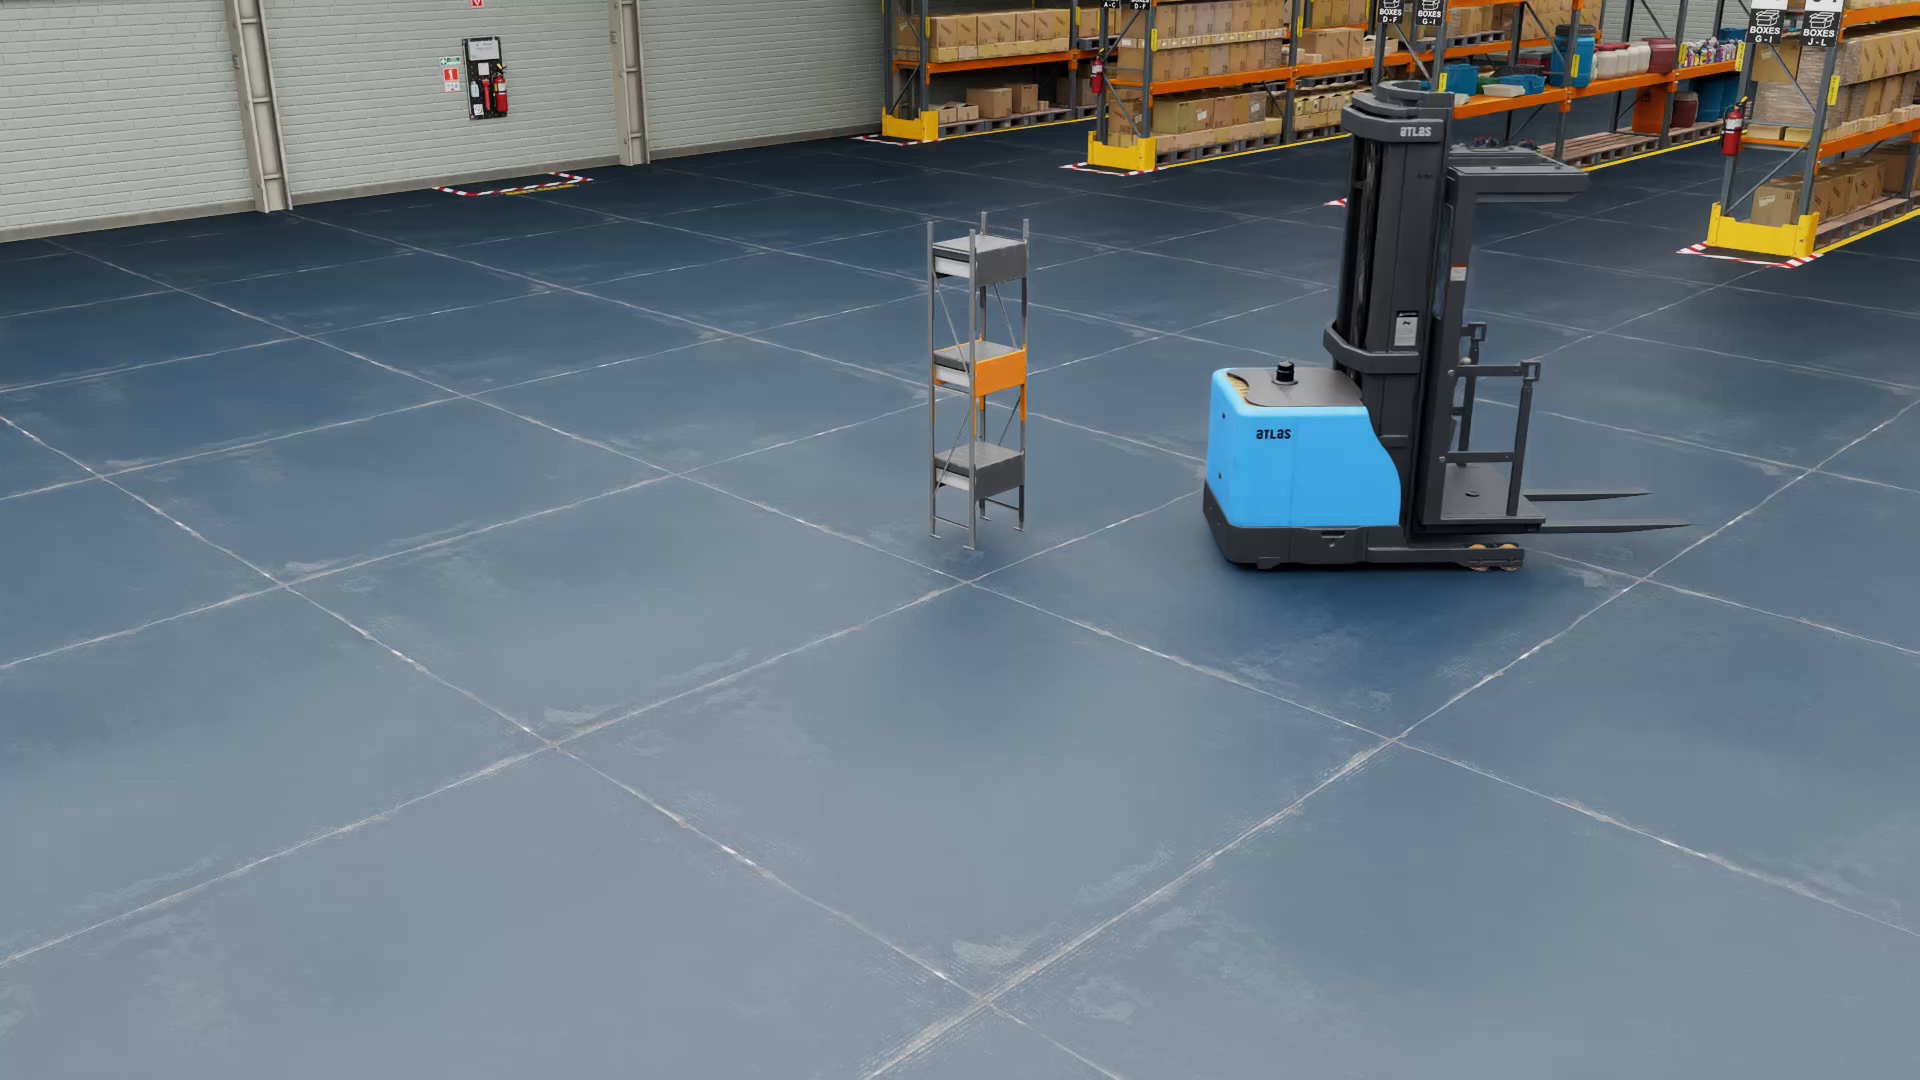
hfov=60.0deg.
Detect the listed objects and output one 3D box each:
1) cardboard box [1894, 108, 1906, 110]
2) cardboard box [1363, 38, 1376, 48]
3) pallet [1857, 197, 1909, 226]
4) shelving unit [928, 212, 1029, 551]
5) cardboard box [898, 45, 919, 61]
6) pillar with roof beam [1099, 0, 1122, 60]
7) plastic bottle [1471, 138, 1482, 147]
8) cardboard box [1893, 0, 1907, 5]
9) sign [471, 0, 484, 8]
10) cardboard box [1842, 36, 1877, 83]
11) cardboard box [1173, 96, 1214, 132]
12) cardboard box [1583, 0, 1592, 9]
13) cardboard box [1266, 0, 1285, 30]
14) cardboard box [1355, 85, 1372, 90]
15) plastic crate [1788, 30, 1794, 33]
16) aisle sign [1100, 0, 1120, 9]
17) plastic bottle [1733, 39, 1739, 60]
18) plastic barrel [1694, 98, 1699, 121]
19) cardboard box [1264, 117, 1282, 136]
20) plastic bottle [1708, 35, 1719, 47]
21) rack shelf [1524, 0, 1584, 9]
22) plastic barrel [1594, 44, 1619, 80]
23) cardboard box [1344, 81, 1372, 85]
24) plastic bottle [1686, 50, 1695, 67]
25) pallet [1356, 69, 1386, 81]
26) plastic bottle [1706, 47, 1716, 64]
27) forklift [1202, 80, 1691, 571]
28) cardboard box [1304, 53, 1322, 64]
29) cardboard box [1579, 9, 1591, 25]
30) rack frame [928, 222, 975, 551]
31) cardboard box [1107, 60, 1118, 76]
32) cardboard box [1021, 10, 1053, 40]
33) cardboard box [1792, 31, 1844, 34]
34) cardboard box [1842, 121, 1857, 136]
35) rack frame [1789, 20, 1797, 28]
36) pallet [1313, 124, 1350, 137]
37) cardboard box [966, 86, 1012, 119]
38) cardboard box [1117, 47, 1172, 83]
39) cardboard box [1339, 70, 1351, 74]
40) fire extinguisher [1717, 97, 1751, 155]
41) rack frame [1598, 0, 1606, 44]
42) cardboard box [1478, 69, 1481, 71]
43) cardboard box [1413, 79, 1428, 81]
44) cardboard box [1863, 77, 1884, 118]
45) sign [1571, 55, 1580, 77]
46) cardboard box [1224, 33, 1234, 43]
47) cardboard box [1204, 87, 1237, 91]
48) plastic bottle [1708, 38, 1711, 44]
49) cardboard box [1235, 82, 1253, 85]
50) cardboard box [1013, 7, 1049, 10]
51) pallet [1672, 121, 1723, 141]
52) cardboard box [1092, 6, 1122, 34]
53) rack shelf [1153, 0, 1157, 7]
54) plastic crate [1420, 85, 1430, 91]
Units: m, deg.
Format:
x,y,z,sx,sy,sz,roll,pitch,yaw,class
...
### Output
x,y,z,sx,sy,sz,roll,pitch,yaw,class
12.145,-5.597,21.806,0.380,0.149,0.250,19,28,41,cardboard box
7.415,-9.240,31.057,0.500,0.311,0.500,19,28,40,cardboard box
12.039,-4.471,22.413,1.003,0.211,1.213,19,28,41,pallet
0.115,-1.023,10.809,0.431,2.100,0.503,19,28,41,shelving unit
-0.768,-8.753,29.848,0.500,0.250,0.500,-20,28,-41,cardboard box
6.184,-12.307,30.551,9.100,9.000,0.400,19,28,41,pillar with roof beam
7.942,-6.011,25.611,0.144,0.351,0.185,18,27,38,plastic bottle
11.277,-6.711,20.382,0.500,0.250,0.500,-19,28,-40,cardboard box
-7.100,-7.979,24.421,0.001,0.298,0.199,19,28,41,sign
10.625,-5.778,19.979,0.500,0.500,0.500,19,28,41,cardboard box
3.818,-7.012,27.339,0.500,0.500,0.500,19,28,41,cardboard box
13.293,-11.719,35.851,0.500,0.500,0.500,-19,28,-41,cardboard box
5.082,-8.971,28.287,0.700,0.500,0.500,19,28,41,cardboard box
7.631,-8.306,30.968,0.500,0.311,0.500,19,28,40,cardboard box
16.438,-10.078,33.264,0.416,0.233,0.300,19,28,41,plastic crate
2.341,-8.676,25.844,0.394,0.787,0.004,19,28,41,aisle sign
13.979,-8.862,30.018,0.144,0.351,0.185,19,28,41,plastic bottle
13.171,-7.845,30.186,0.421,0.512,0.421,0,21,0,plastic barrel
5.221,-7.173,28.804,0.500,0.250,0.500,19,28,41,cardboard box
14.009,-9.208,30.918,0.144,0.351,0.185,19,28,41,plastic bottle
10.329,-8.772,26.539,1.077,0.370,4.000,19,28,41,rack shelf
10.270,-7.637,26.574,0.433,0.535,0.433,0,21,0,plastic barrel
7.602,-8.576,31.672,0.500,0.311,0.500,-19,28,-40,cardboard box
12.580,-8.314,28.696,0.152,0.276,0.135,19,28,41,plastic bottle
9.705,-11.231,40.001,1.003,0.211,1.213,19,28,41,pallet
13.225,-8.551,29.314,0.152,0.276,0.135,19,28,41,plastic bottle
3.189,-1.360,10.529,3.031,2.935,1.130,-1,21,-2,forklift
6.152,-8.494,29.343,0.380,0.149,0.250,19,28,41,cardboard box
13.282,-11.248,36.020,0.500,0.500,0.500,20,28,41,cardboard box
-0.055,-0.960,10.645,0.400,2.100,0.015,19,28,41,rack frame
3.002,-9.504,33.447,0.500,0.250,0.500,18,28,39,cardboard box
1.383,-9.634,31.095,0.500,0.500,0.500,19,28,40,cardboard box
10.594,-6.039,20.659,0.500,0.500,0.500,19,28,41,cardboard box
10.774,-5.074,20.446,0.380,0.149,0.250,19,28,41,cardboard box
17.305,-10.279,33.636,1.000,3.000,0.127,19,28,41,rack frame
6.725,-7.647,30.677,1.003,0.211,1.213,19,28,41,pallet
0.538,-8.162,30.999,0.700,0.500,0.500,17,27,37,cardboard box
2.932,-7.570,26.449,0.700,0.500,0.500,19,28,41,cardboard box
8.724,-11.185,38.894,0.500,0.500,0.700,-19,28,-41,cardboard box
9.282,-4.976,19.947,0.296,0.674,0.183,19,28,41,fire extinguisher
13.759,-11.519,36.864,1.000,3.000,0.127,19,28,41,rack frame
10.456,-9.466,34.393,0.500,0.500,0.500,18,27,38,cardboard box
9.061,-8.683,32.355,0.500,0.500,0.500,18,27,39,cardboard box
11.095,-5.648,21.034,0.875,0.500,0.500,19,28,41,cardboard box
9.320,-7.183,25.195,0.100,0.325,0.005,19,28,41,sign
4.281,-8.266,27.355,0.250,0.149,0.380,-19,28,-40,cardboard box
4.496,-7.526,28.676,0.500,0.500,0.500,19,28,41,cardboard box
13.953,-9.208,31.014,0.061,0.283,0.133,19,28,41,plastic bottle
5.849,-10.274,36.035,0.750,0.750,0.750,19,28,40,cardboard box
1.358,-9.894,31.772,0.500,0.500,0.500,18,28,39,cardboard box
13.095,-7.446,30.152,1.003,0.211,1.213,19,28,41,pallet
3.047,-10.367,33.112,0.500,0.500,0.700,-16,26,-35,cardboard box
3.992,-8.985,27.092,1.077,0.370,4.000,19,28,41,rack shelf
6.278,-6.300,23.491,0.499,0.251,0.616,19,28,41,plastic crate
